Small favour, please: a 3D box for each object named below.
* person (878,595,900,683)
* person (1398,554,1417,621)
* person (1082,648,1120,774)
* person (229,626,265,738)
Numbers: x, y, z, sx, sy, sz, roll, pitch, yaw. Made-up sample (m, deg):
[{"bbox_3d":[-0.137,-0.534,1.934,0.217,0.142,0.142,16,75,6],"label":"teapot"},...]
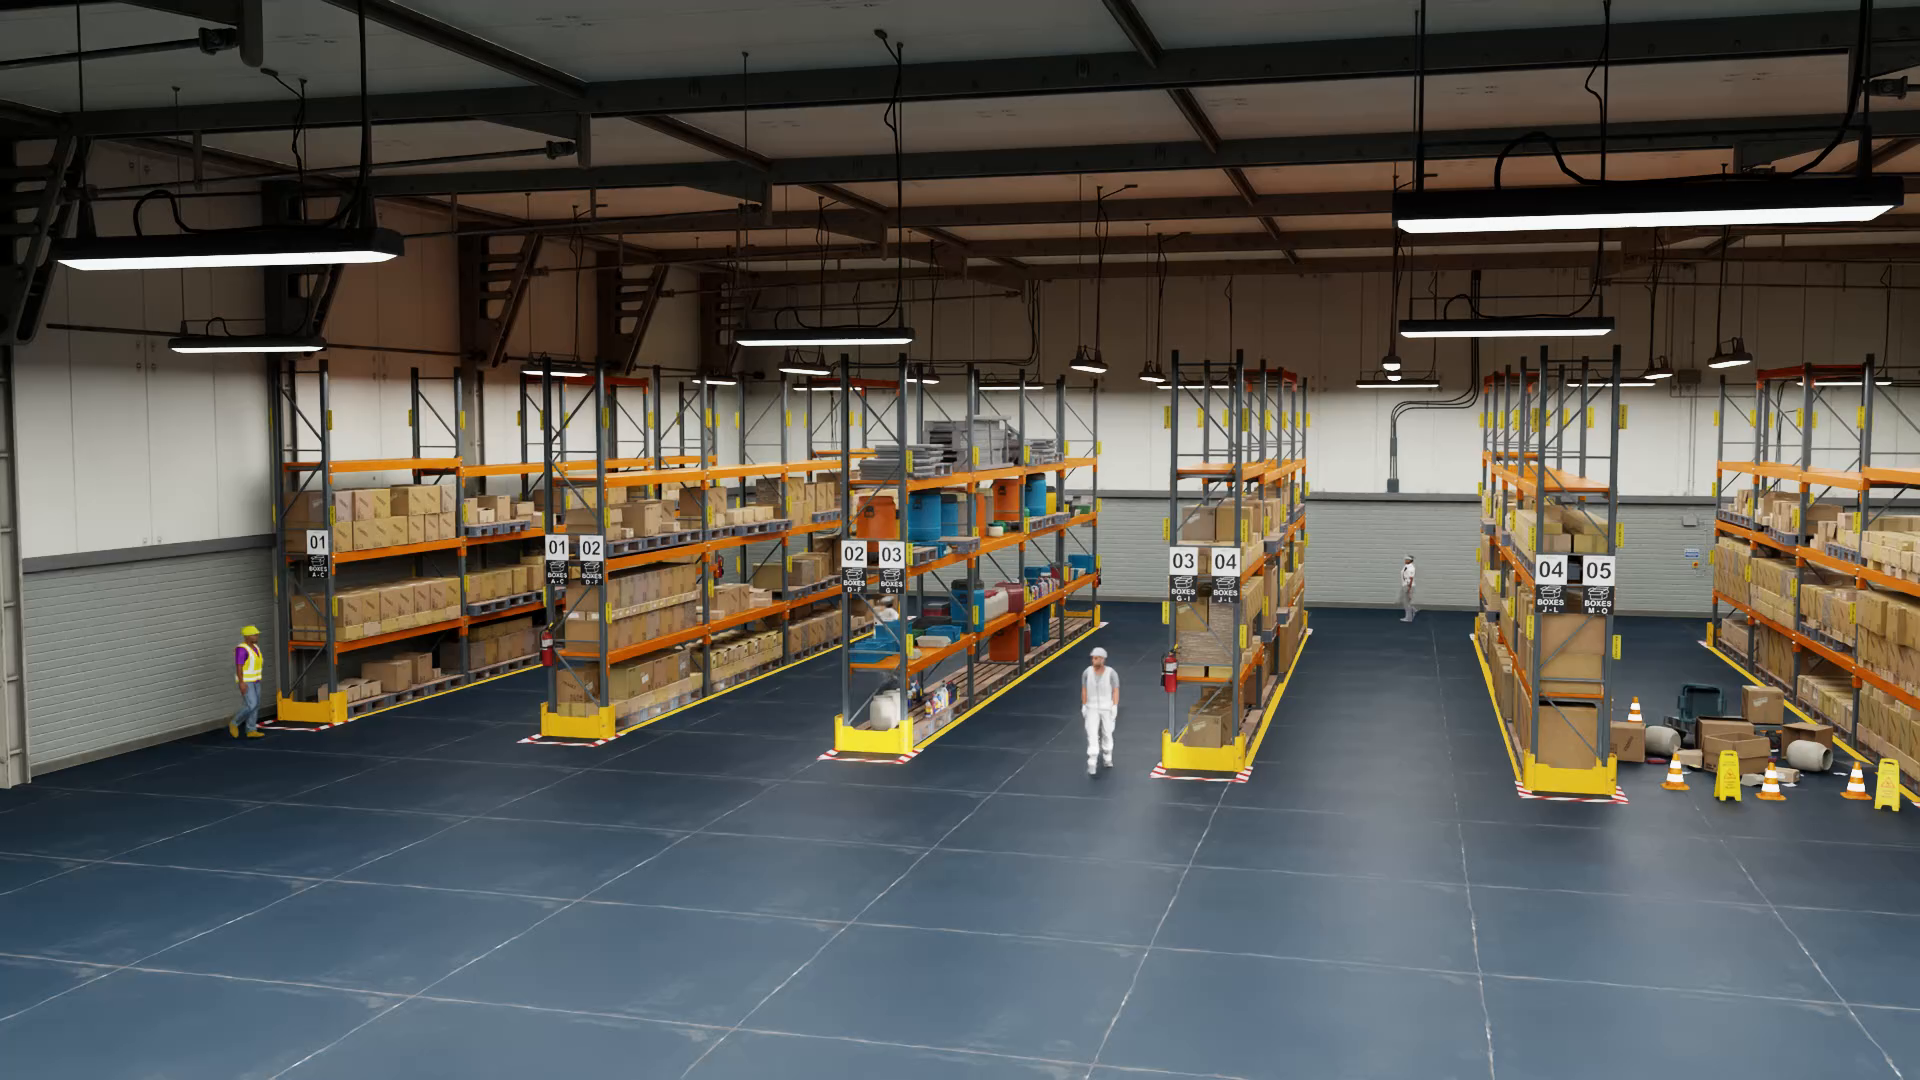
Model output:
[{"bbox_3d":[-1.332,1.882,31.572,0.528,1.663,0.434,2,4,22],"label":"person"},{"bbox_3d":[11.126,1.173,41.289,0.435,1.680,0.482,0,4,5],"label":"person"},{"bbox_3d":[1.974,2.404,23.565,0.565,1.746,0.978,1,4,13],"label":"person"},{"bbox_3d":[-11.209,2.226,26.112,0.504,1.765,0.597,1,4,9],"label":"person"}]
